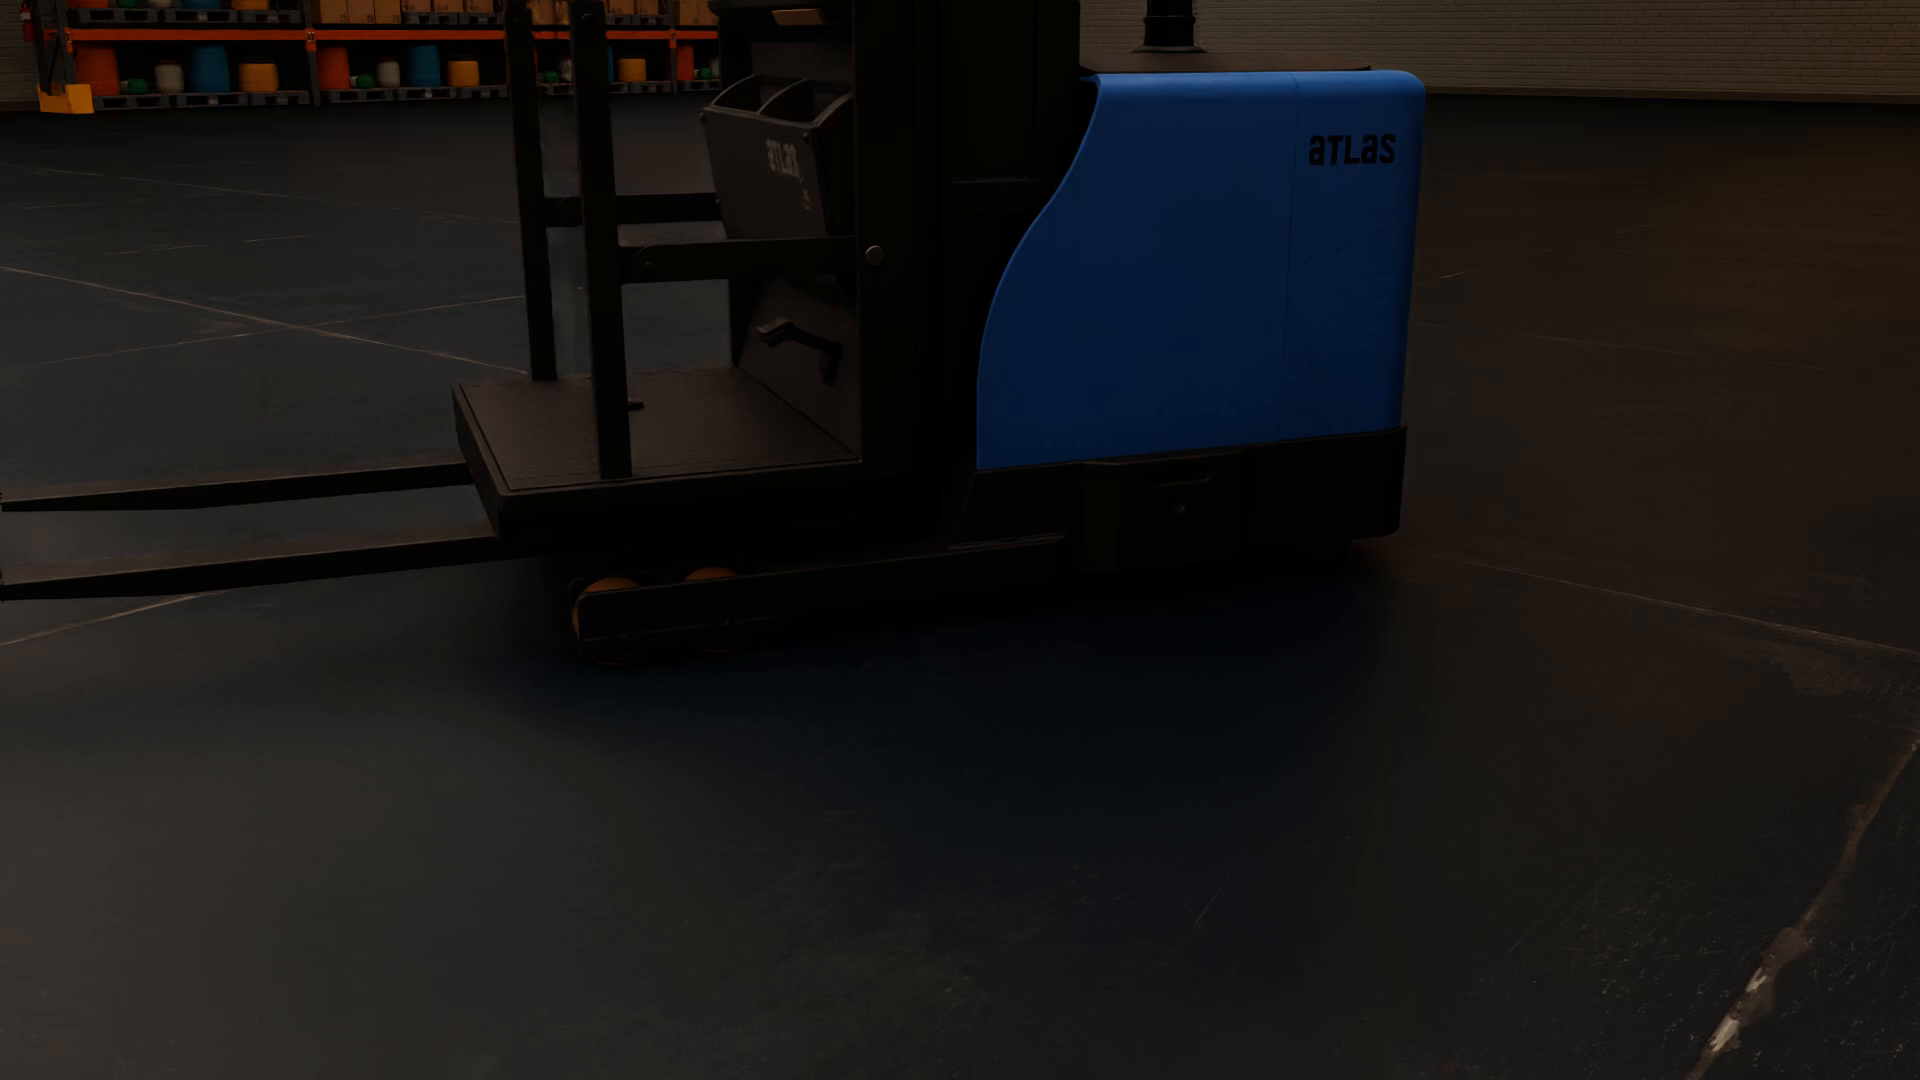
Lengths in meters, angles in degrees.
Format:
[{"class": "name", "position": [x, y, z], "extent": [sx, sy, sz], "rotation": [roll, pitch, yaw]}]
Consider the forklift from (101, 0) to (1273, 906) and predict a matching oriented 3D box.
[{"class": "forklift", "position": [-0.212, -1.231, 2.951], "extent": [1.130, 2.935, 3.031], "rotation": [7, 18, 21]}]
